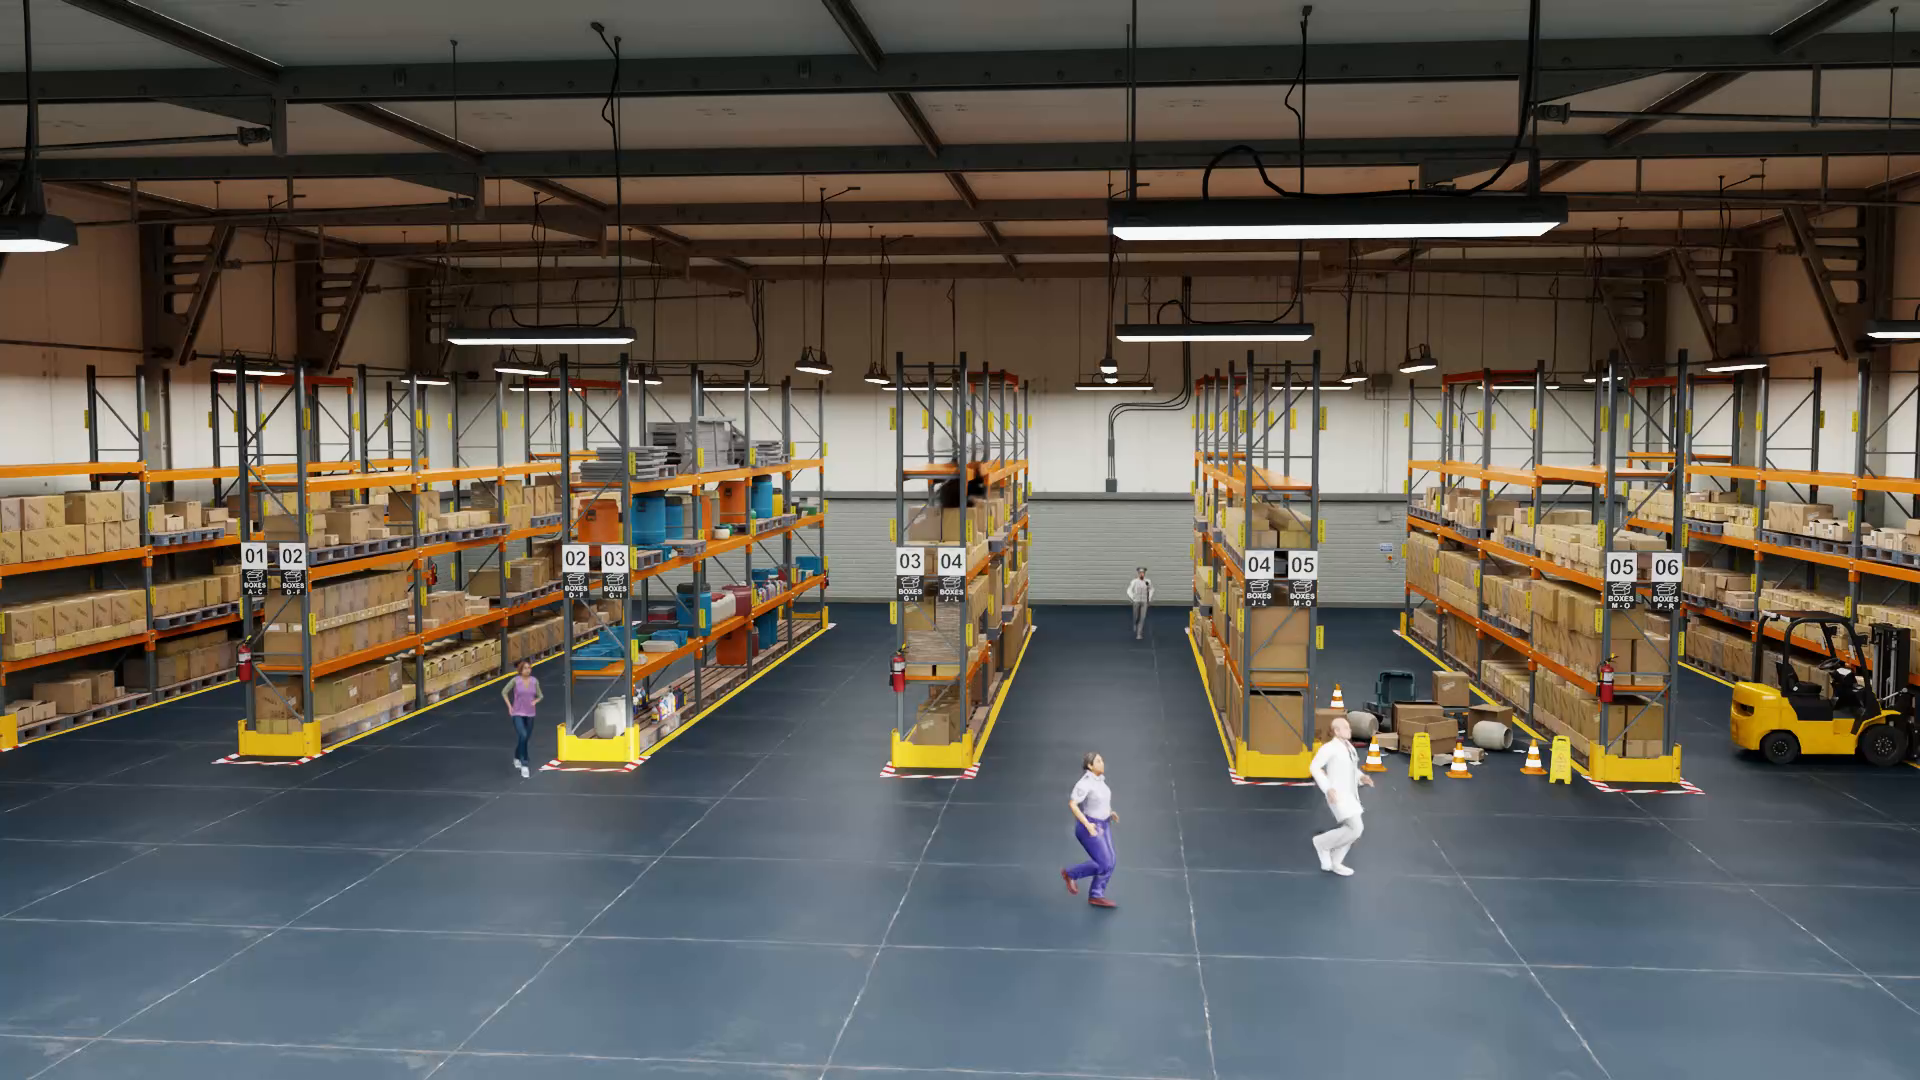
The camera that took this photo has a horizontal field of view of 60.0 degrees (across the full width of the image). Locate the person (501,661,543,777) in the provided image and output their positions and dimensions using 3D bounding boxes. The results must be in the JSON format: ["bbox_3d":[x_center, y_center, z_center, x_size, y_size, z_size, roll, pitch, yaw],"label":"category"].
[{"bbox_3d":[-6.210,2.520,23.700,0.537,1.611,0.682,-3,5,-34],"label":"person"}]

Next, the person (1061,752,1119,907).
[{"bbox_3d":[1.351,2.981,17.207,0.566,1.597,0.623,2,4,23],"label":"person"}]

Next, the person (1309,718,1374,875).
[{"bbox_3d":[4.242,2.833,18.344,0.627,1.738,0.702,3,5,37],"label":"person"}]

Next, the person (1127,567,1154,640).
[{"bbox_3d":[4.189,1.445,38.482,0.630,1.679,0.810,0,4,3],"label":"person"}]
